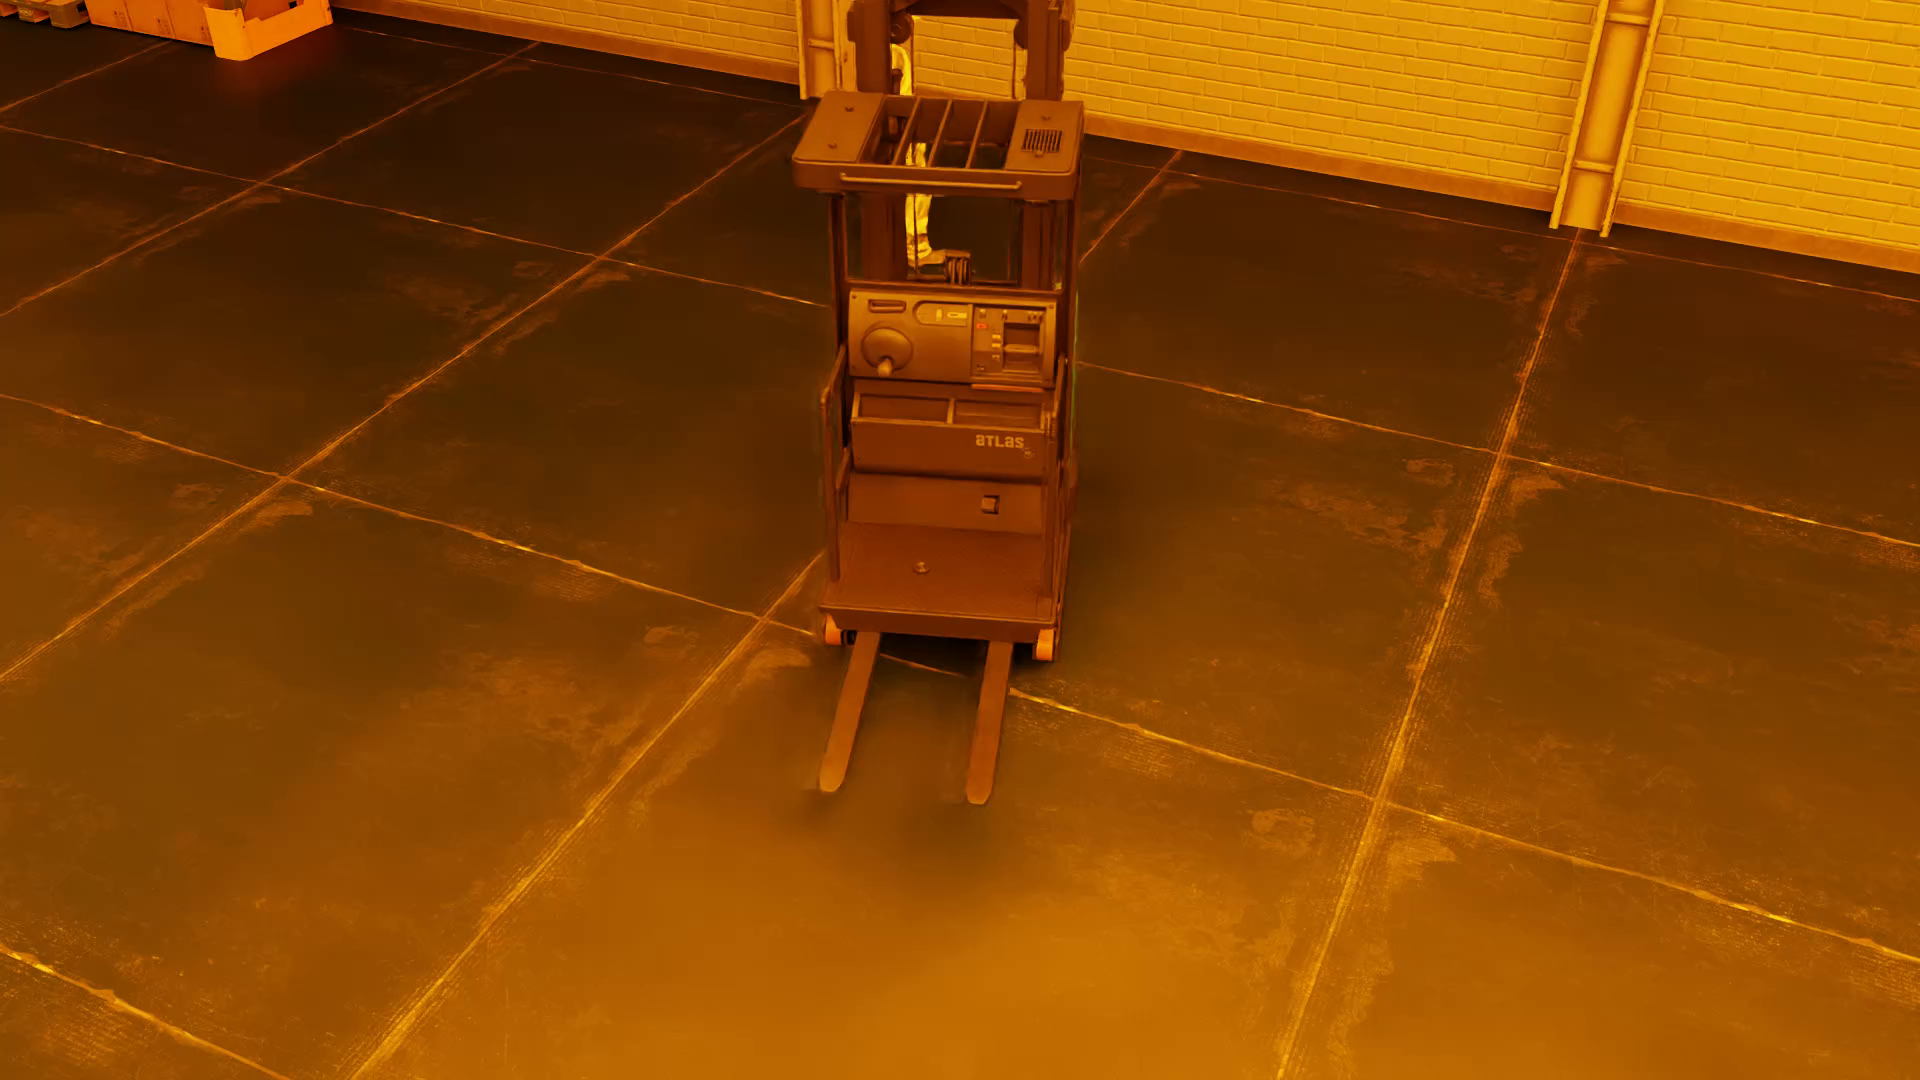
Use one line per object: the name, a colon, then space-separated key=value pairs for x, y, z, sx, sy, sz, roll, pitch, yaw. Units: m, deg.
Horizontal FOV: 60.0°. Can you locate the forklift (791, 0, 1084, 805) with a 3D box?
forklift: x=-0.059 y=-0.838 z=7.261 sx=1.130 sy=2.935 sz=3.031 roll=4 pitch=36 yaw=5

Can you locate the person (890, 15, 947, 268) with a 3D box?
person: x=-0.354 y=-2.660 z=10.825 sx=0.506 sy=1.761 sz=0.757 roll=-10 pitch=37 yaw=-14
